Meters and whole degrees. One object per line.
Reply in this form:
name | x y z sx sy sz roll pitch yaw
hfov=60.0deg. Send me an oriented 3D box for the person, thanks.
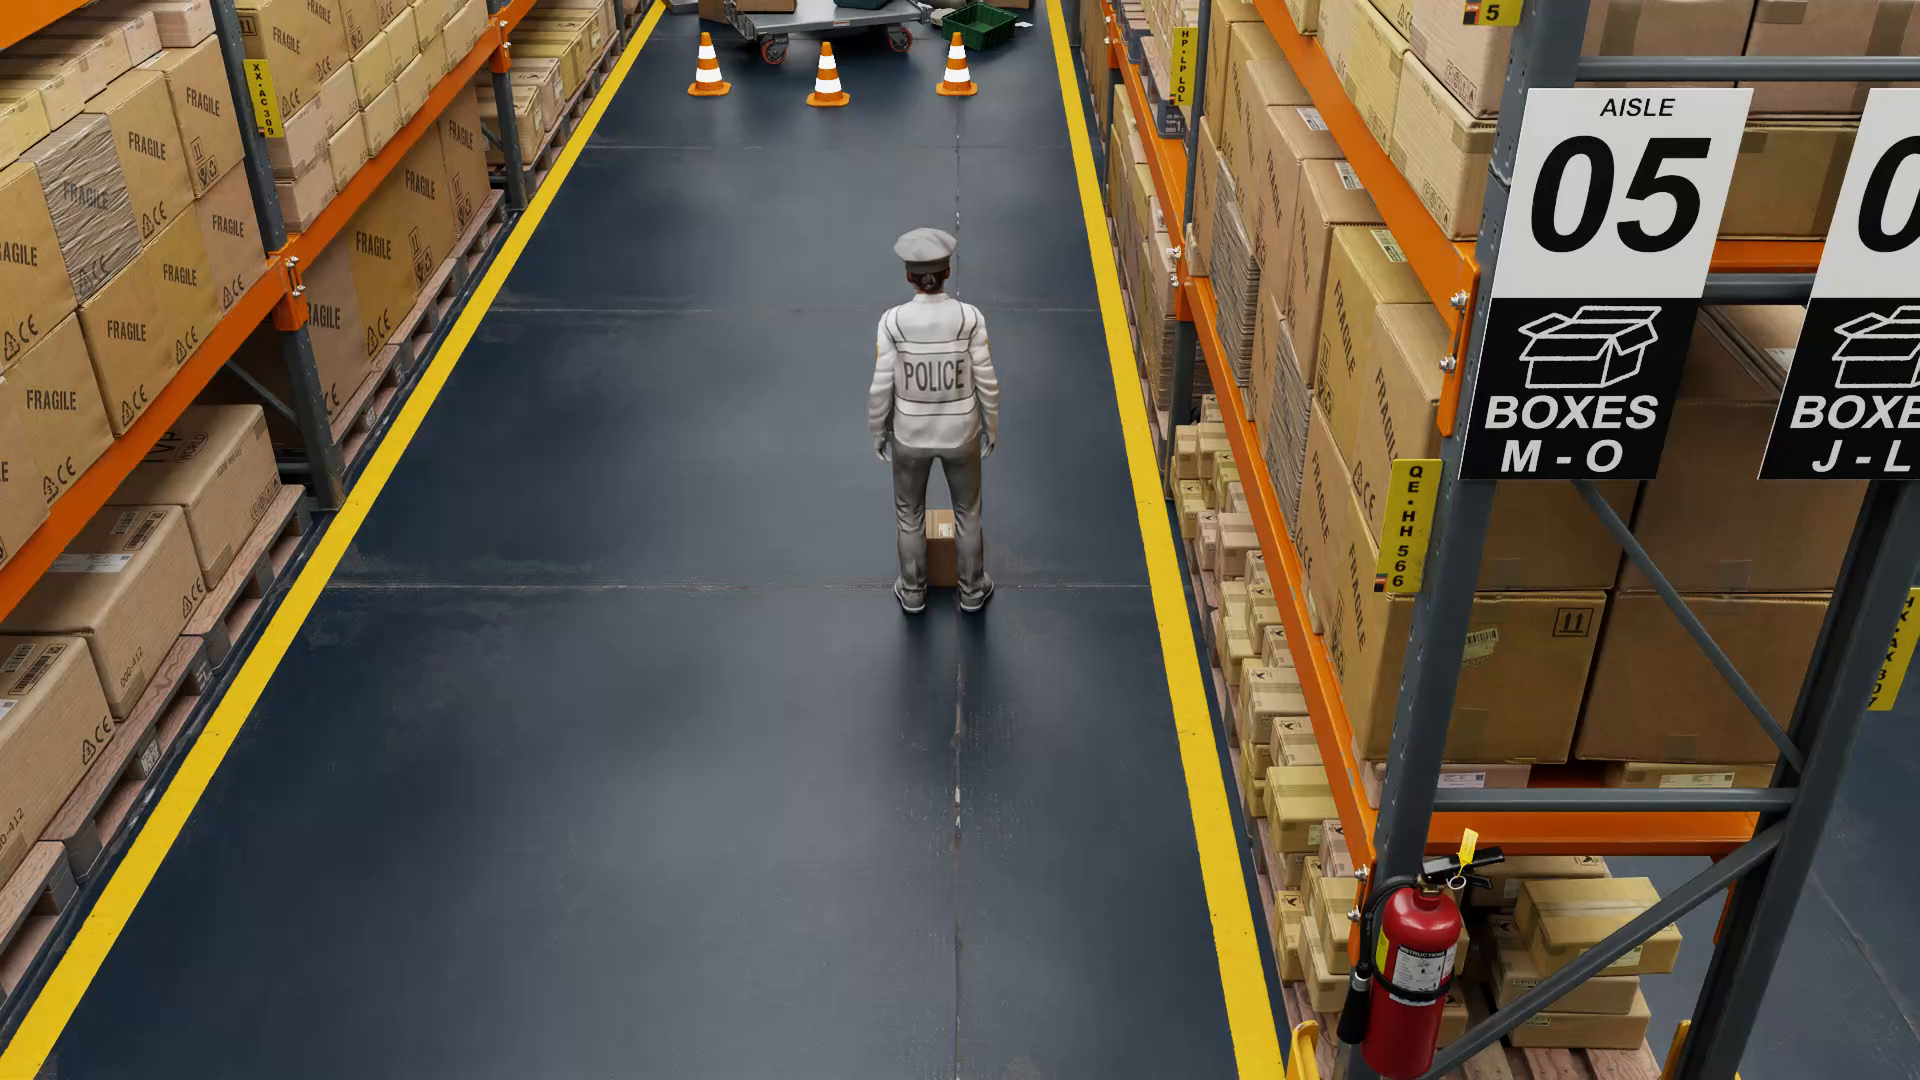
person | -0.106 -0.439 6.841 0.532 1.663 0.373 -2 32 -3
